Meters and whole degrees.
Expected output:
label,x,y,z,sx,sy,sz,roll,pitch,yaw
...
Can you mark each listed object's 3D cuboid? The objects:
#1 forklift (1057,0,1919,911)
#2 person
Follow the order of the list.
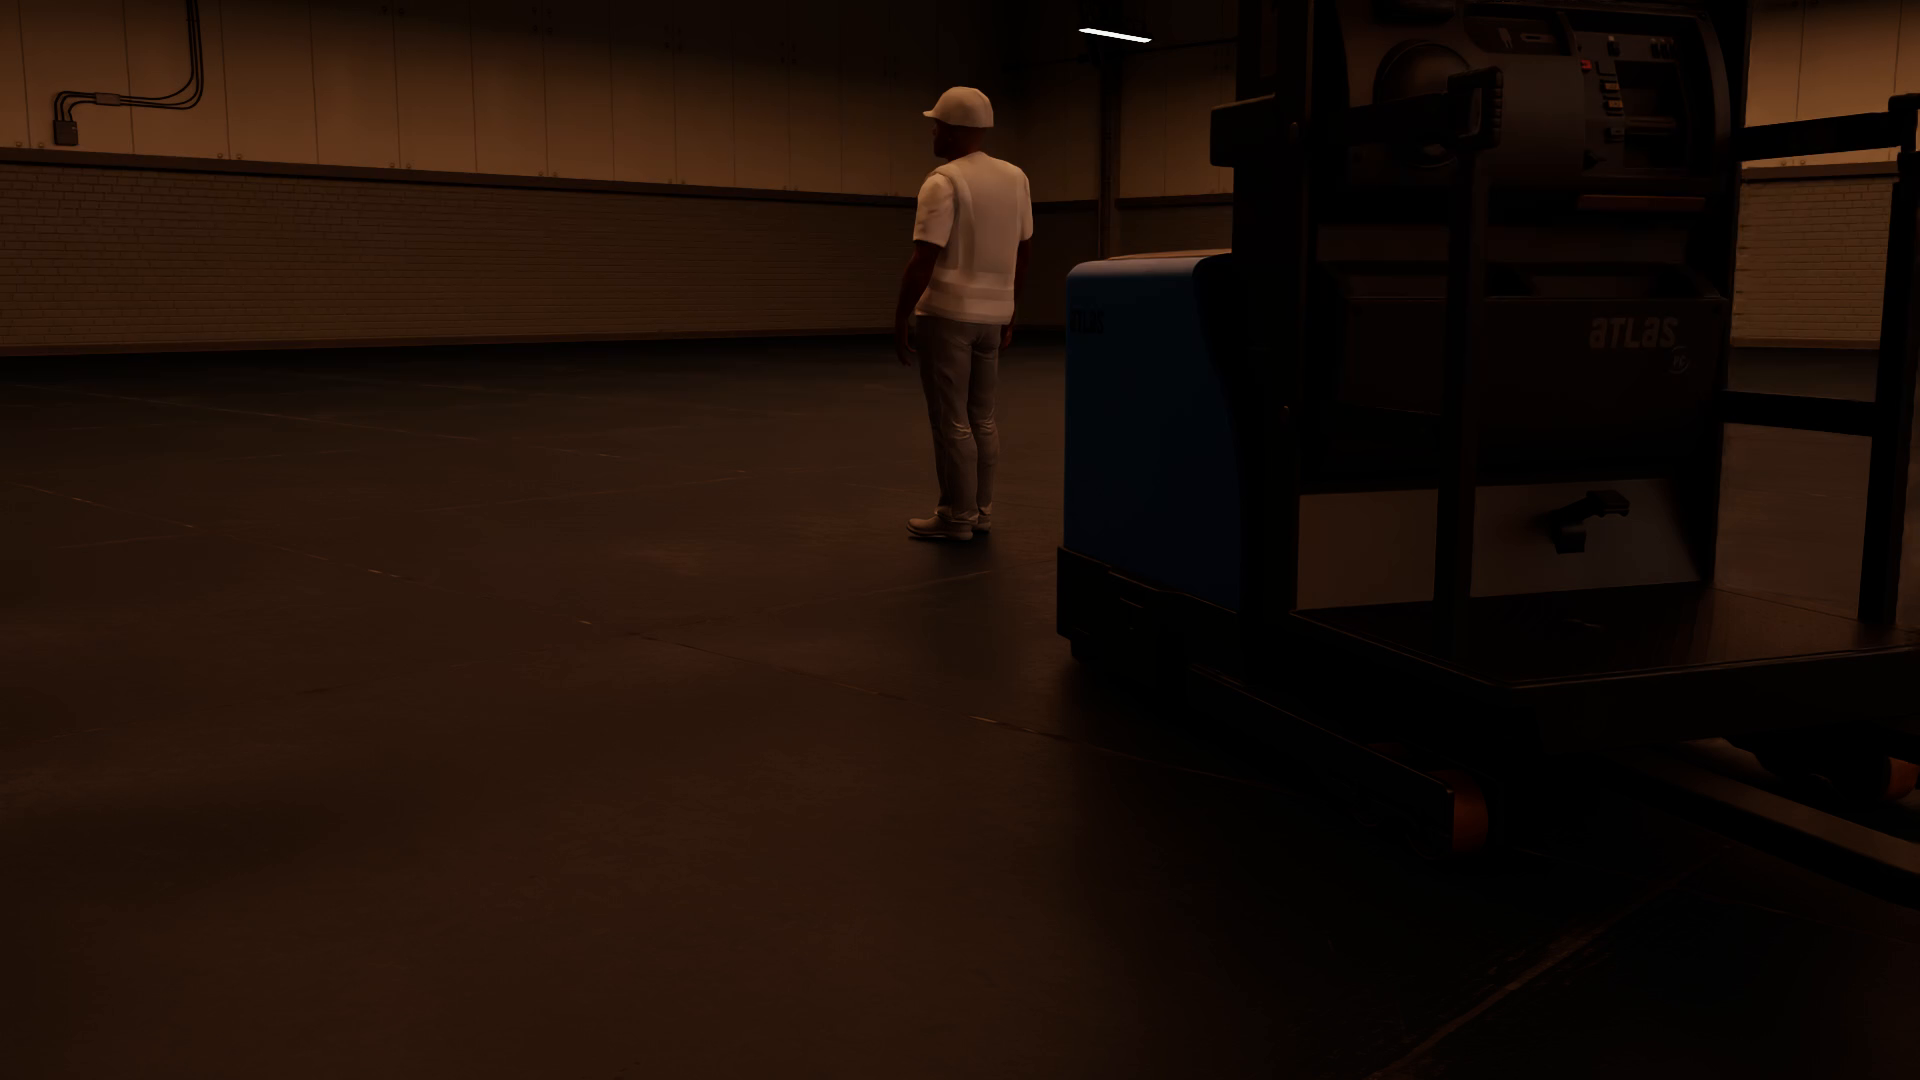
label,x,y,z,sx,sy,sz,roll,pitch,yaw
forklift,1.236,-0.948,3.170,1.130,2.935,3.031,-3,9,-19
person,-0.047,-0.888,6.637,0.575,1.768,0.665,8,12,43
